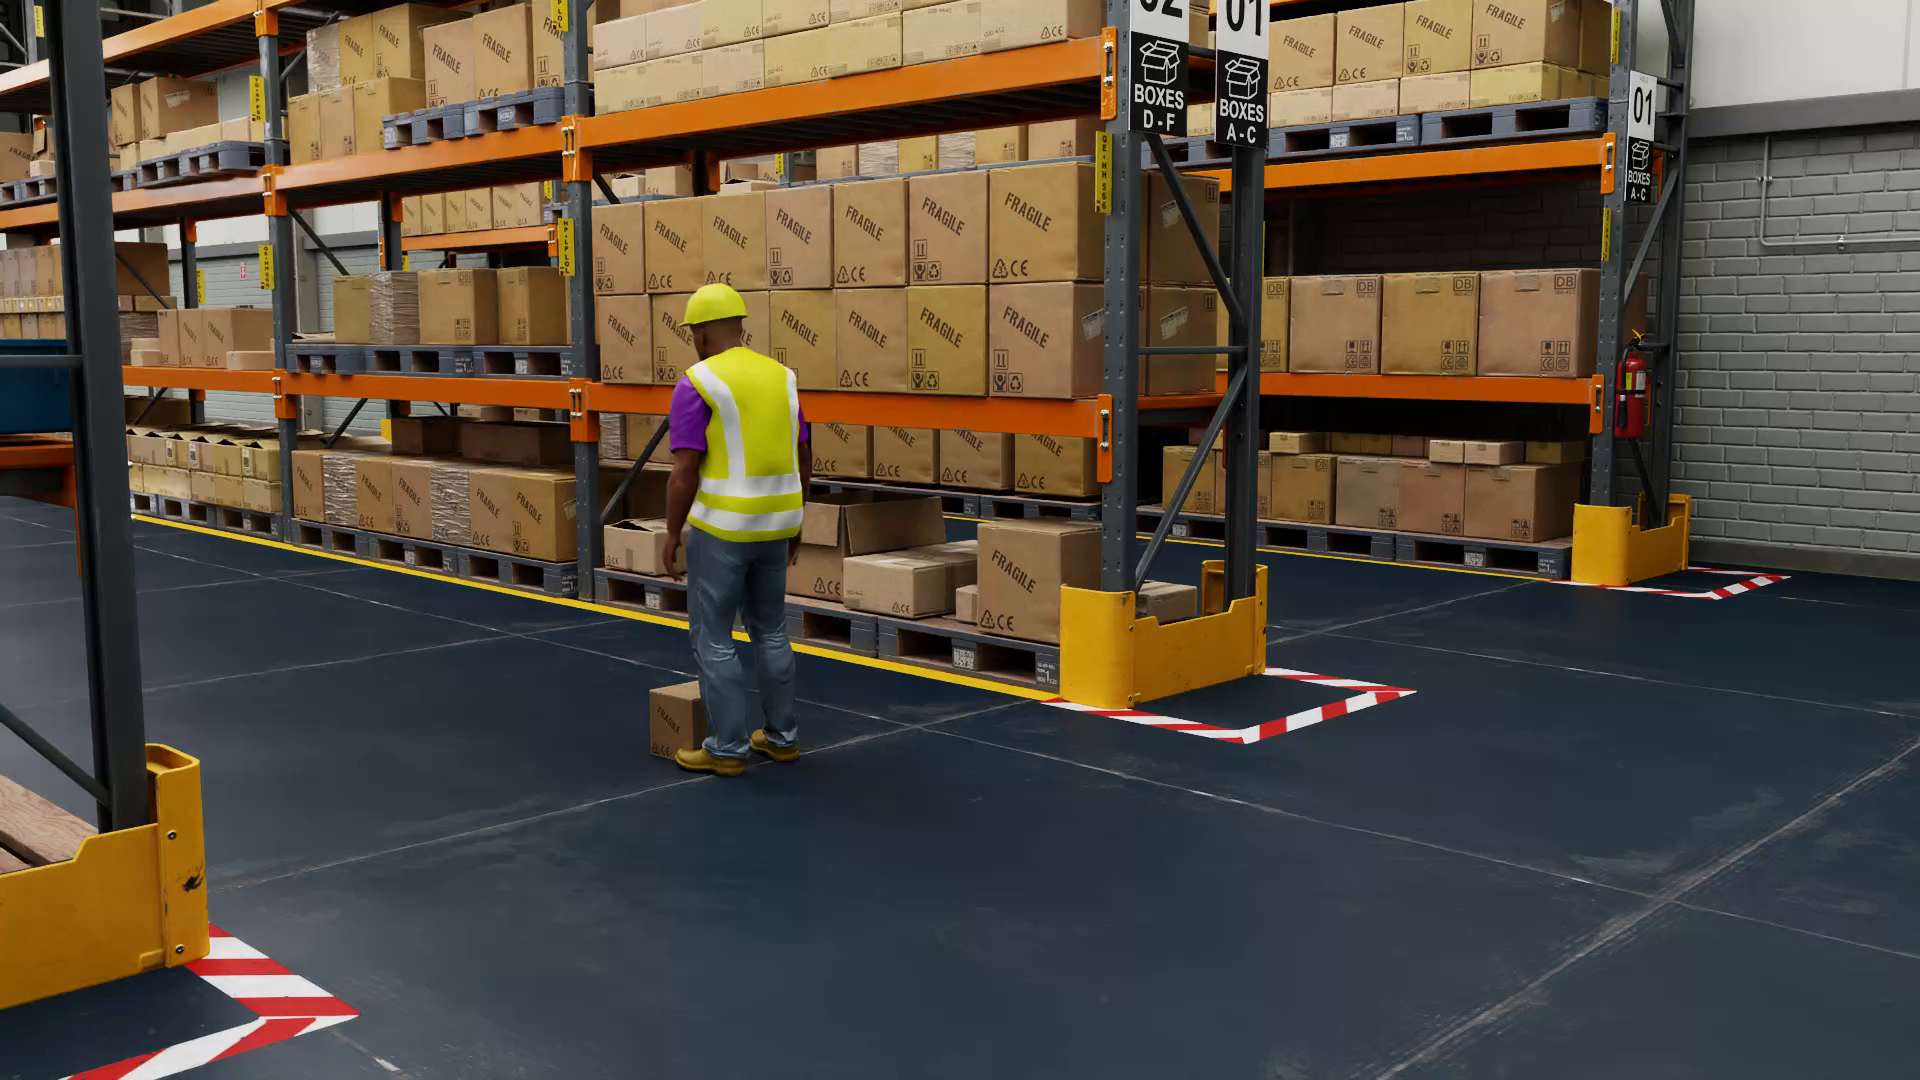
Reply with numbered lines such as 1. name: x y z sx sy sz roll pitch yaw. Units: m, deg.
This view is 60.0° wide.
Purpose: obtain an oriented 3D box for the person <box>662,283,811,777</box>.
1. person: -0.815 -0.044 6.039 0.461 1.760 0.627 7 10 44
